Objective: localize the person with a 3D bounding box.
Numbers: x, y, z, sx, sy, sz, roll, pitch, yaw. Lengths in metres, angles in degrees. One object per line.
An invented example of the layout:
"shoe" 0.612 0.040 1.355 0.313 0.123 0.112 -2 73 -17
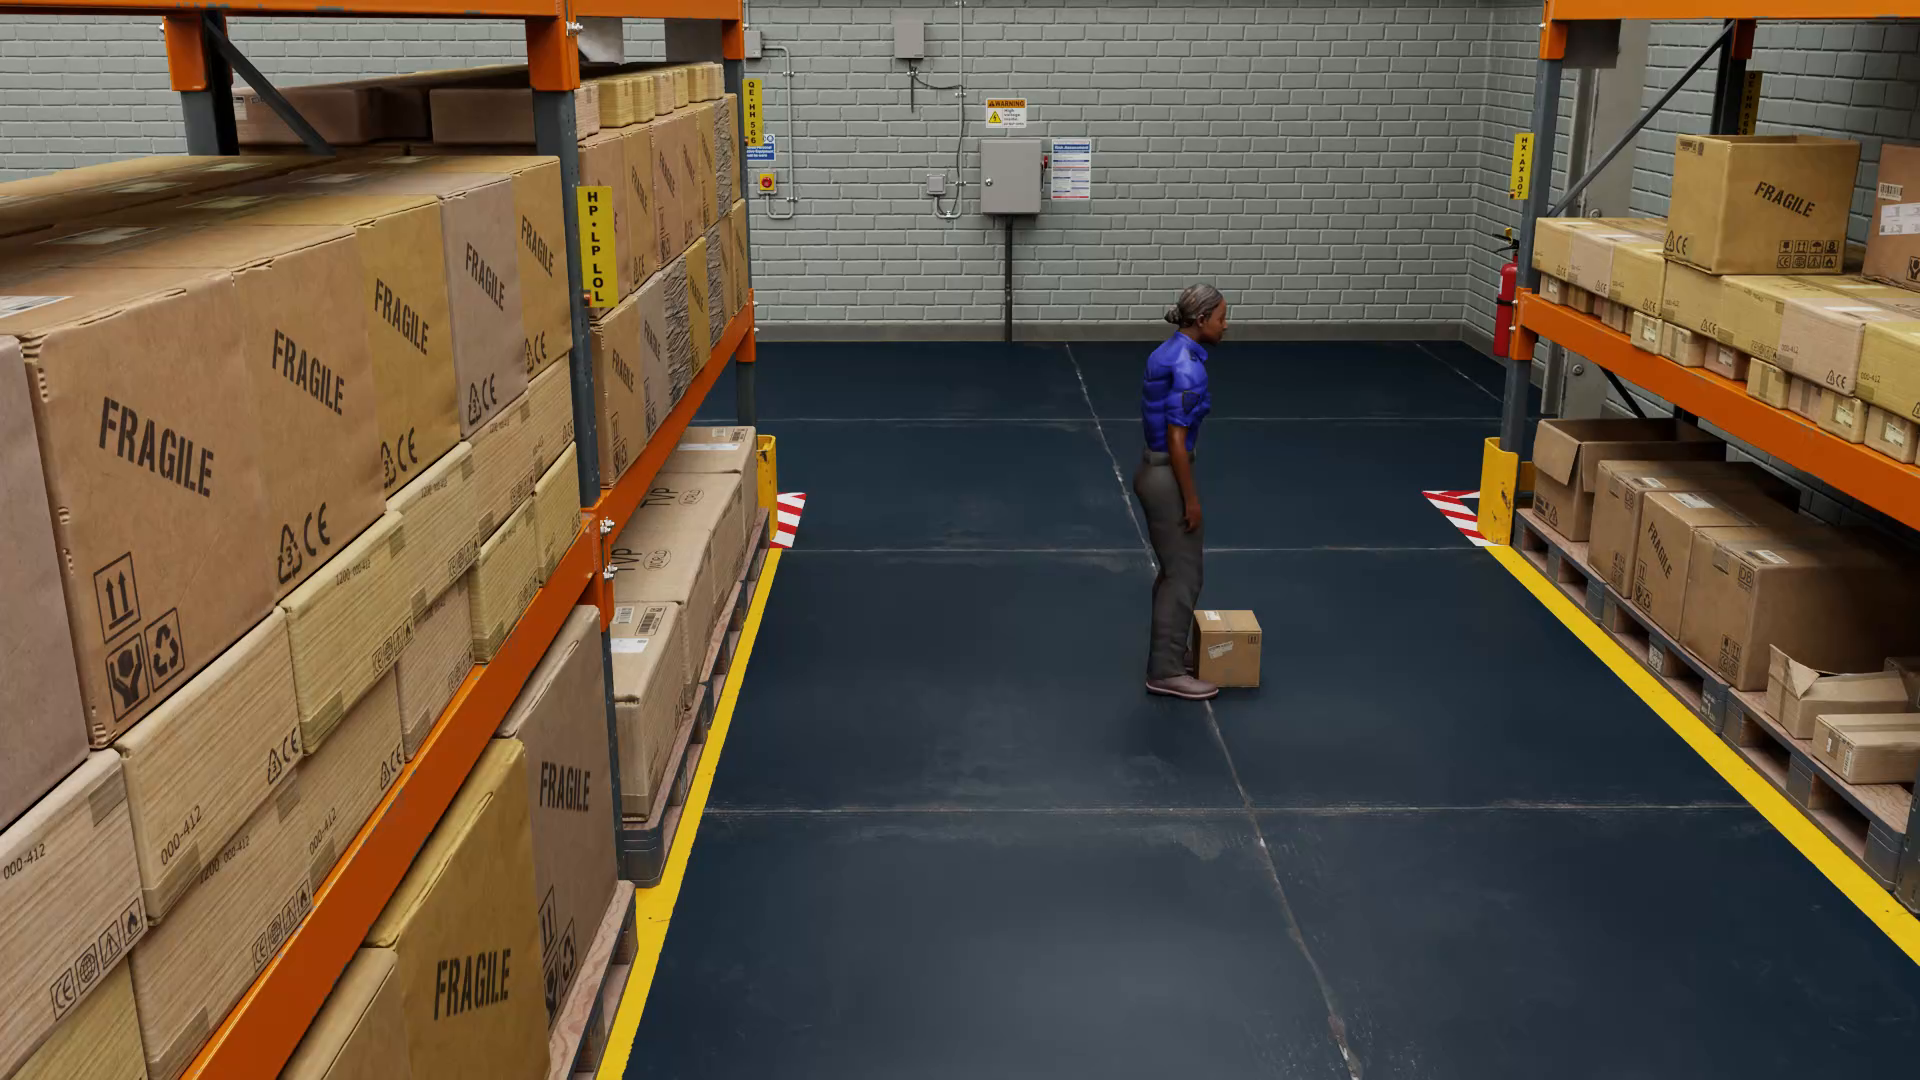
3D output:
"person" 0.904 -0.212 6.738 0.392 1.654 0.513 0 17 -1
